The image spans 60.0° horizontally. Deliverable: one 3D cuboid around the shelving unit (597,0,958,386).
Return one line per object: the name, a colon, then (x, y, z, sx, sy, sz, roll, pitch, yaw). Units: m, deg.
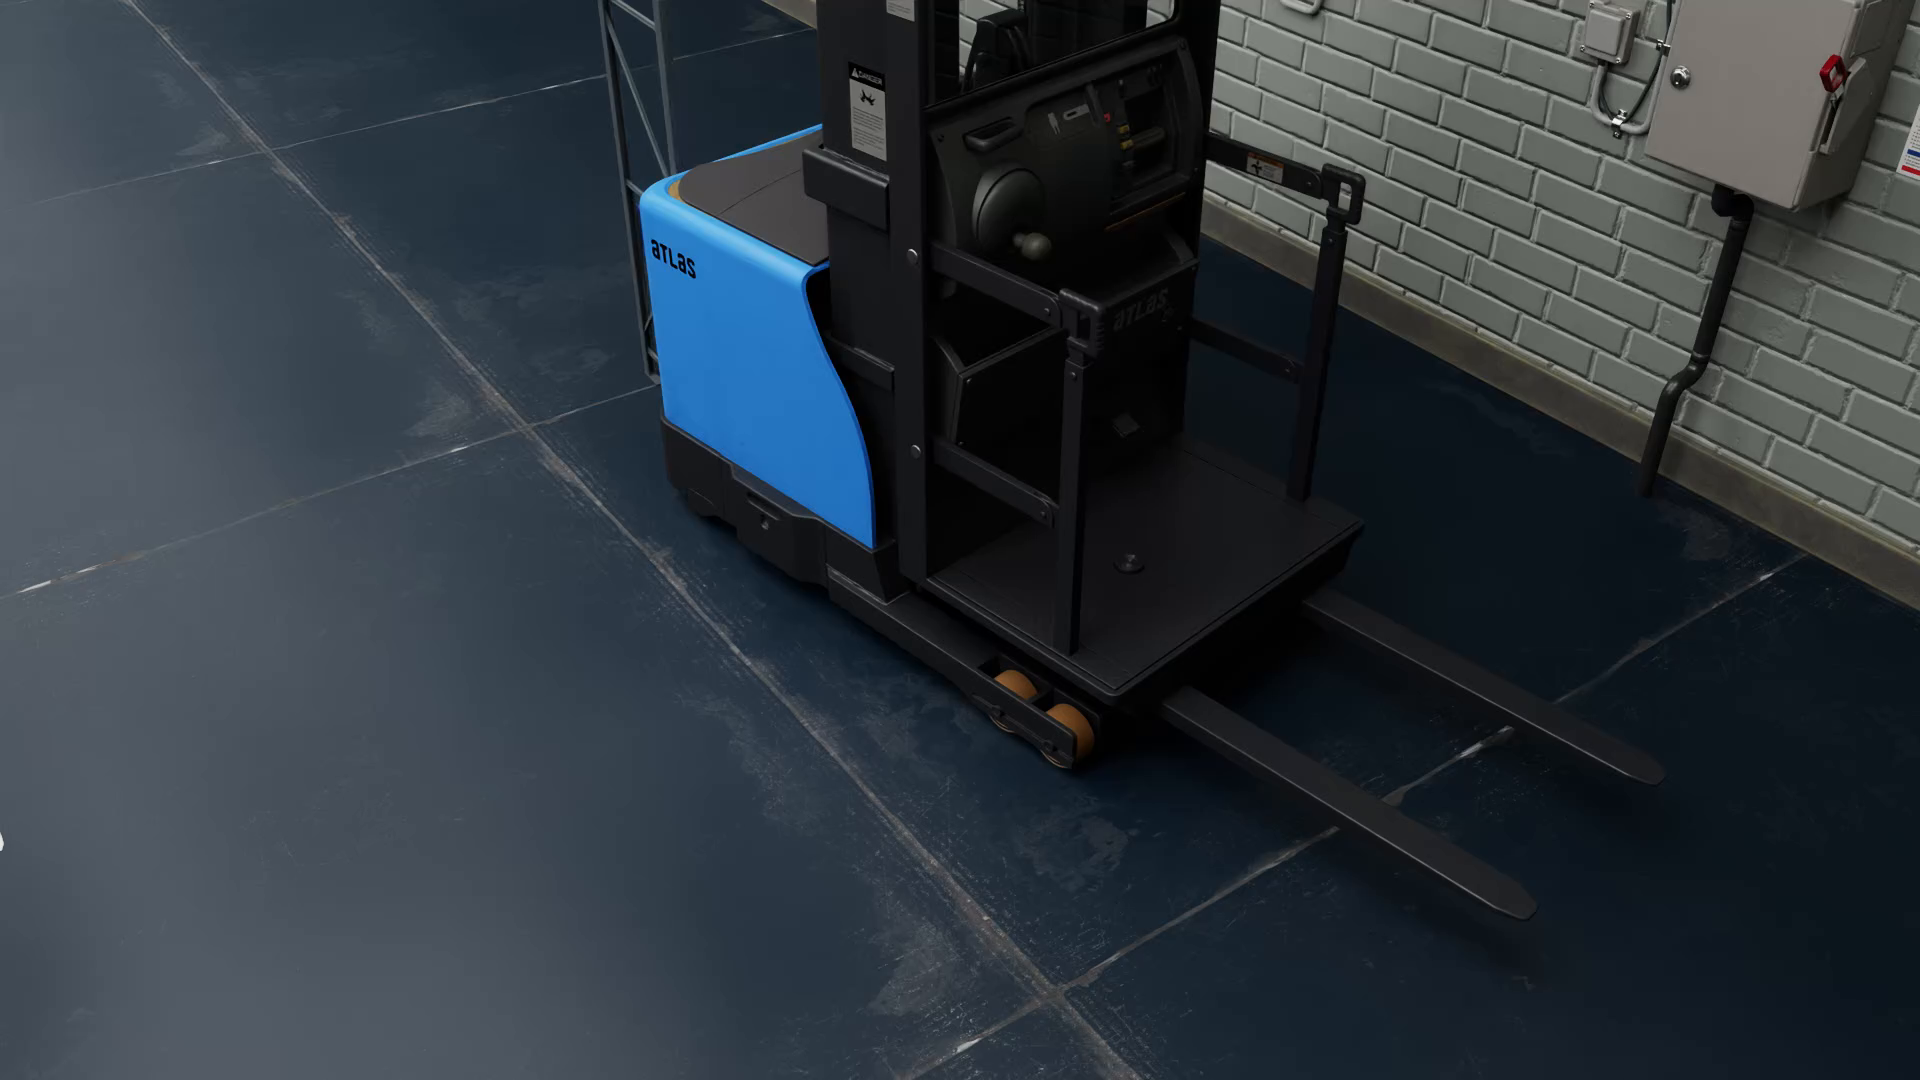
shelving unit: (-0.582, -1.264, 5.722, 1.048, 1.500, 0.538, -21, 40, -26)

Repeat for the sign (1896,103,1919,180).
sign: (2.684, -1.141, 4.349, 0.001, 0.494, 0.329, -22, 41, -28)

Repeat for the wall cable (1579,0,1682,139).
wall cable: (1.966, -2.137, 4.782, 0.122, 1.984, 0.588, -22, 41, -28)

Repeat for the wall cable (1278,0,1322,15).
wall cable: (1.139, -2.823, 5.708, 0.123, 1.953, 0.585, -22, 41, -28)

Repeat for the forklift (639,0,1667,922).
forklift: (0.436, -0.930, 4.033, 1.130, 2.935, 3.031, -30, 45, -35)

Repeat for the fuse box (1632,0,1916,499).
fuse box: (2.230, -0.823, 4.928, 0.414, 1.711, 0.539, -22, 41, -28)

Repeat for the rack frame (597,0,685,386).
rack frame: (-1.009, -1.103, 5.499, 0.032, 1.500, 0.500, -21, 40, -26)

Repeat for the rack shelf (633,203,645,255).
rack shelf: (-0.581, -1.118, 5.827, 1.000, 0.185, 0.538, -21, 40, -26)
